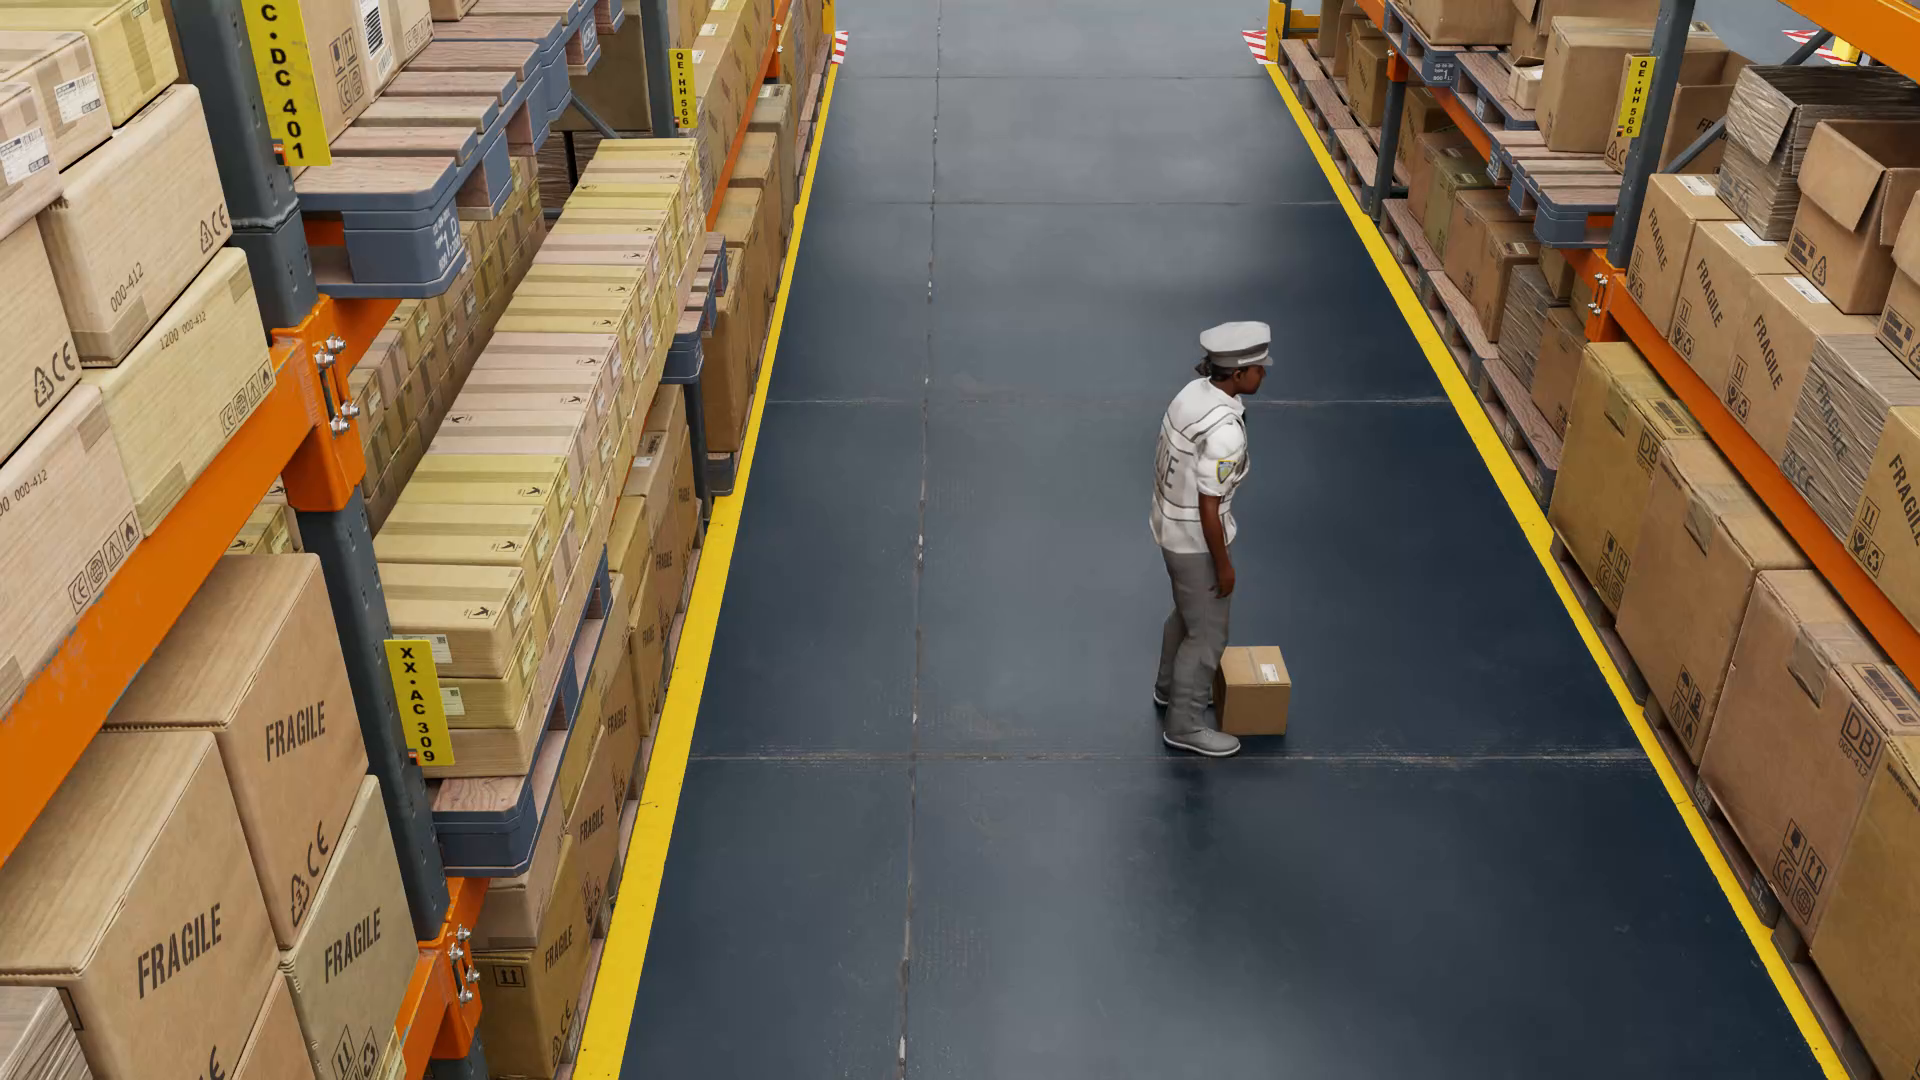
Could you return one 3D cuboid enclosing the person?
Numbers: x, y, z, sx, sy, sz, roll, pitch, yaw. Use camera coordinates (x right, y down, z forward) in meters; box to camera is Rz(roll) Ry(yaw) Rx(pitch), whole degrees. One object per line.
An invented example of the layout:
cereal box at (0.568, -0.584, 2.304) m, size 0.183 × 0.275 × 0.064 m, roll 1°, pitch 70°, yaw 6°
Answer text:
person at (0.903, -0.007, 6.143) m, size 0.391 × 1.664 × 0.531 m, roll -2°, pitch 32°, yaw -3°
